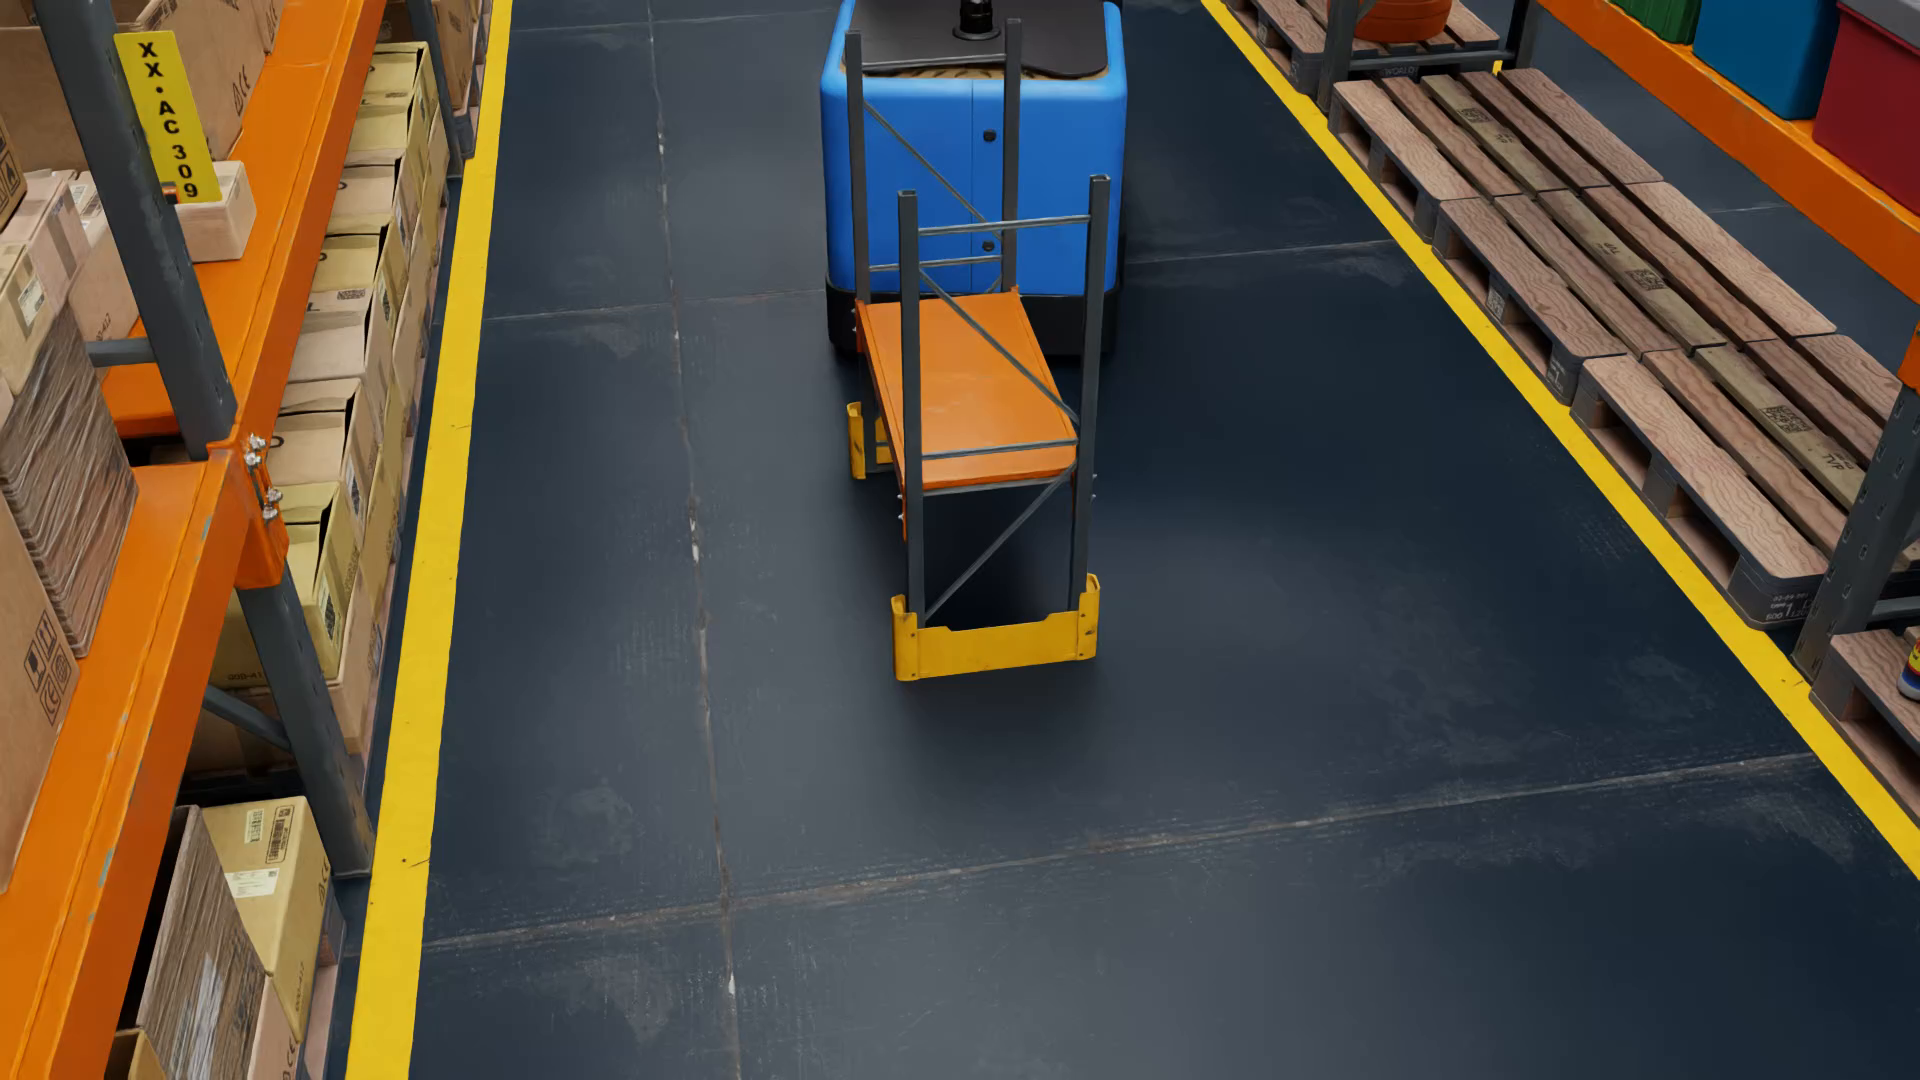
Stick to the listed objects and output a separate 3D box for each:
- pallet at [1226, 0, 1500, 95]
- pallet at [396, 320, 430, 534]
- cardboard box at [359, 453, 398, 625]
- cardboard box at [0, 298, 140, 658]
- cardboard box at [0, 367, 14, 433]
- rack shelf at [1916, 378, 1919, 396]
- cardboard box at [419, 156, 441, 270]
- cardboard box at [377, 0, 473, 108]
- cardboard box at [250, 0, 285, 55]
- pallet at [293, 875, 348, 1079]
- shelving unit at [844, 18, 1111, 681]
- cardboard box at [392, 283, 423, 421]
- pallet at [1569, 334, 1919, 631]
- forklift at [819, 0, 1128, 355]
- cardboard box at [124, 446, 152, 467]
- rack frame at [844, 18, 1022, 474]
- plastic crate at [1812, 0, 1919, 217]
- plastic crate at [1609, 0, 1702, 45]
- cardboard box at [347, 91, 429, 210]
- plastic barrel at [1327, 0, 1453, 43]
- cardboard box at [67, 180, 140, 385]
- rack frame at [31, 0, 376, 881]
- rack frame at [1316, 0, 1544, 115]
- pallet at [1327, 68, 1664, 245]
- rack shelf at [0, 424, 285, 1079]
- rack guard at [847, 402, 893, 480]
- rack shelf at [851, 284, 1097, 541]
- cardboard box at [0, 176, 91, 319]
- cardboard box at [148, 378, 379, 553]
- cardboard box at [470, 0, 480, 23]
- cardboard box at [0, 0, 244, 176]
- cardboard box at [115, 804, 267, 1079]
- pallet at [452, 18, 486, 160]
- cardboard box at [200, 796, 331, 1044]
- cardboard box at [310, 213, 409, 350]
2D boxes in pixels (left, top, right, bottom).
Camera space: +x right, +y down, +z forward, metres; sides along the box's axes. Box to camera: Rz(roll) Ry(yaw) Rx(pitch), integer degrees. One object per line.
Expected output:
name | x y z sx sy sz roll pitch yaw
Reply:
pallet | 2.018 -2.644 8.481 1.003 0.211 1.213 -6 38 -8
pallet | -2.363 -0.405 5.599 1.003 0.211 1.213 -6 38 -8
cardboard box | -1.894 0.014 4.686 0.500 0.250 0.500 -5 38 -7
cardboard box | -1.894 -0.099 2.851 0.700 0.500 0.500 -7 38 -9
cardboard box | -1.630 -0.174 2.419 0.380 0.149 0.250 -7 38 -9
rack shelf | 3.249 0.634 2.575 1.077 0.370 4.000 -6 38 -8
cardboard box | -2.254 -1.221 6.275 0.500 0.250 0.500 -7 38 -8
cardboard box | -2.478 -2.235 7.361 0.500 0.500 0.500 -5 38 -6
cardboard box | -2.369 -1.771 5.003 0.500 0.500 0.500 -8 39 -10
pallet | -1.880 1.259 3.457 1.003 0.211 1.213 -6 38 -8
shelving unit | 0.013 -0.546 4.731 0.587 1.500 1.083 -6 38 -8
cardboard box | -2.075 -0.606 5.484 0.500 0.250 0.500 -6 38 -7
pallet | 2.723 -0.227 5.370 1.003 0.211 1.213 -6 38 -8
forklift | 0.099 -2.703 6.341 1.130 2.935 3.031 1 38 2
cardboard box | -2.429 -0.156 4.448 0.500 0.311 0.500 -5 38 -7
rack frame | -0.074 -0.848 5.119 0.500 1.500 0.032 -6 38 -8
plastic crate | 2.513 -1.142 4.223 0.402 0.464 0.583 -6 38 -8
plastic crate | 2.316 -1.795 5.289 0.450 0.188 0.662 -6 38 -8
cardboard box | -2.248 -1.442 6.102 0.500 0.311 0.500 -7 38 -9
plastic barrel | 2.095 -2.876 7.934 0.600 0.830 0.708 -6 38 -8
cardboard box | -2.108 -0.561 3.649 0.500 0.250 0.500 -4 38 -5
rack frame | -1.978 -0.327 3.226 1.000 3.000 0.127 -6 38 -8
rack frame | 2.198 -3.274 7.019 1.000 3.000 0.127 -6 38 -8
pallet | 2.295 -1.700 7.267 1.003 0.211 1.213 -6 38 -8
rack shelf | -1.628 1.165 1.892 1.077 0.370 4.000 -6 38 -8
rack guard | -0.074 -0.353 5.501 0.587 0.250 0.087 -6 38 -8
rack shelf | 0.015 -0.399 4.834 0.538 0.185 1.000 -6 38 -8
cardboard box | -1.720 -0.482 2.815 0.380 0.149 0.250 -6 38 -8
cardboard box | -1.888 -0.208 4.514 0.500 0.311 0.500 -7 38 -8
cardboard box | -2.658 -2.855 8.158 0.500 0.500 0.500 -7 38 -9
cardboard box | -2.189 -1.150 4.204 0.500 0.500 0.500 -4 38 -5
cardboard box | -1.606 0.857 2.990 0.500 0.500 0.500 -6 38 -8
pallet | -2.773 -2.097 7.777 1.003 0.211 1.213 -6 38 -8
cardboard box | -1.682 0.849 3.611 0.500 0.250 0.500 -6 38 -8
cardboard box | -2.076 -0.833 5.320 0.500 0.311 0.500 -5 38 -7
